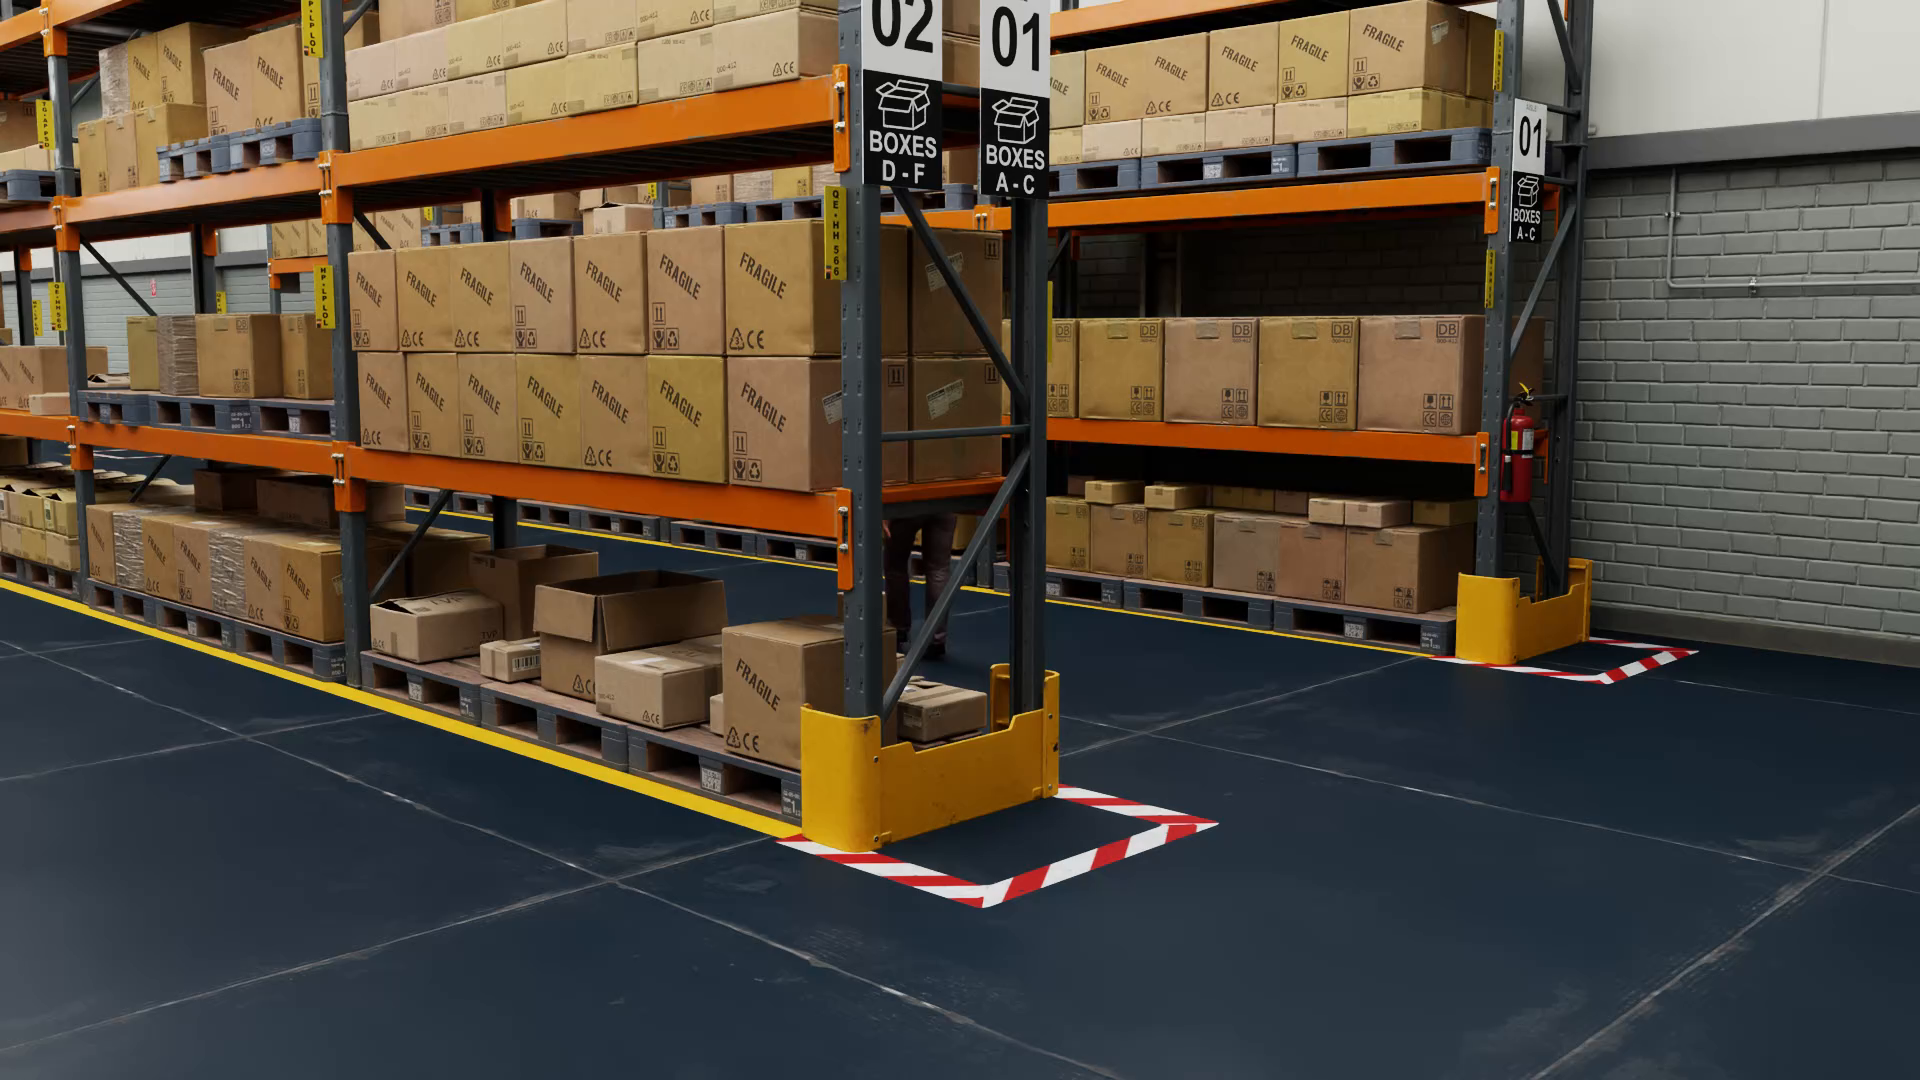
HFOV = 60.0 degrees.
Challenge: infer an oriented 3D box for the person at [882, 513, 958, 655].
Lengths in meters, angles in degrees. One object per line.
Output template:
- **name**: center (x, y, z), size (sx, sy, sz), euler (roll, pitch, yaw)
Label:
- **person**: center (-0.237, -0.182, 9.851), size (0.566, 1.745, 0.696), euler (-2, 7, -14)
